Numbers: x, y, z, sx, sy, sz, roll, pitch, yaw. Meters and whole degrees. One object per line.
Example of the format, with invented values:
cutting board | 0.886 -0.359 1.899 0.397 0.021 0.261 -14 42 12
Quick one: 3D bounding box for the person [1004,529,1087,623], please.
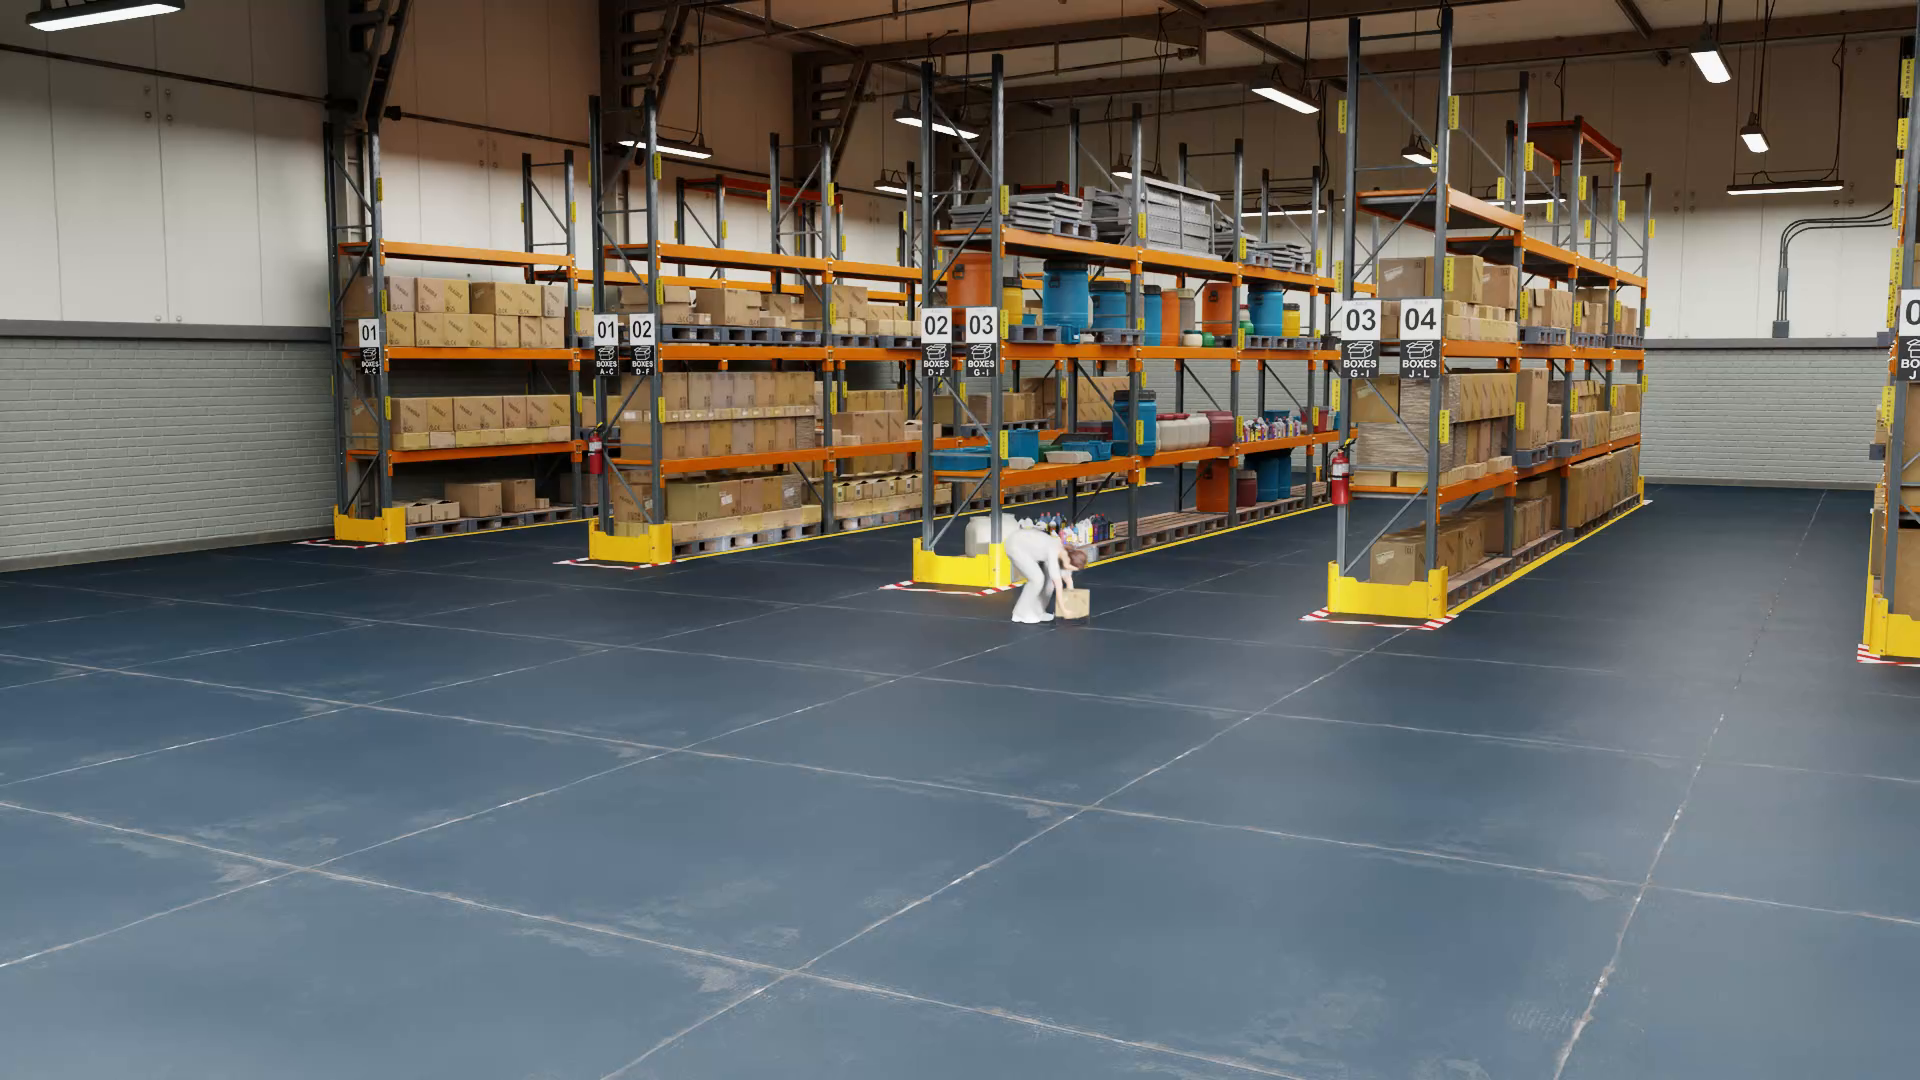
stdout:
person | 0.853 0.360 16.505 0.852 0.921 0.455 3 7 26
